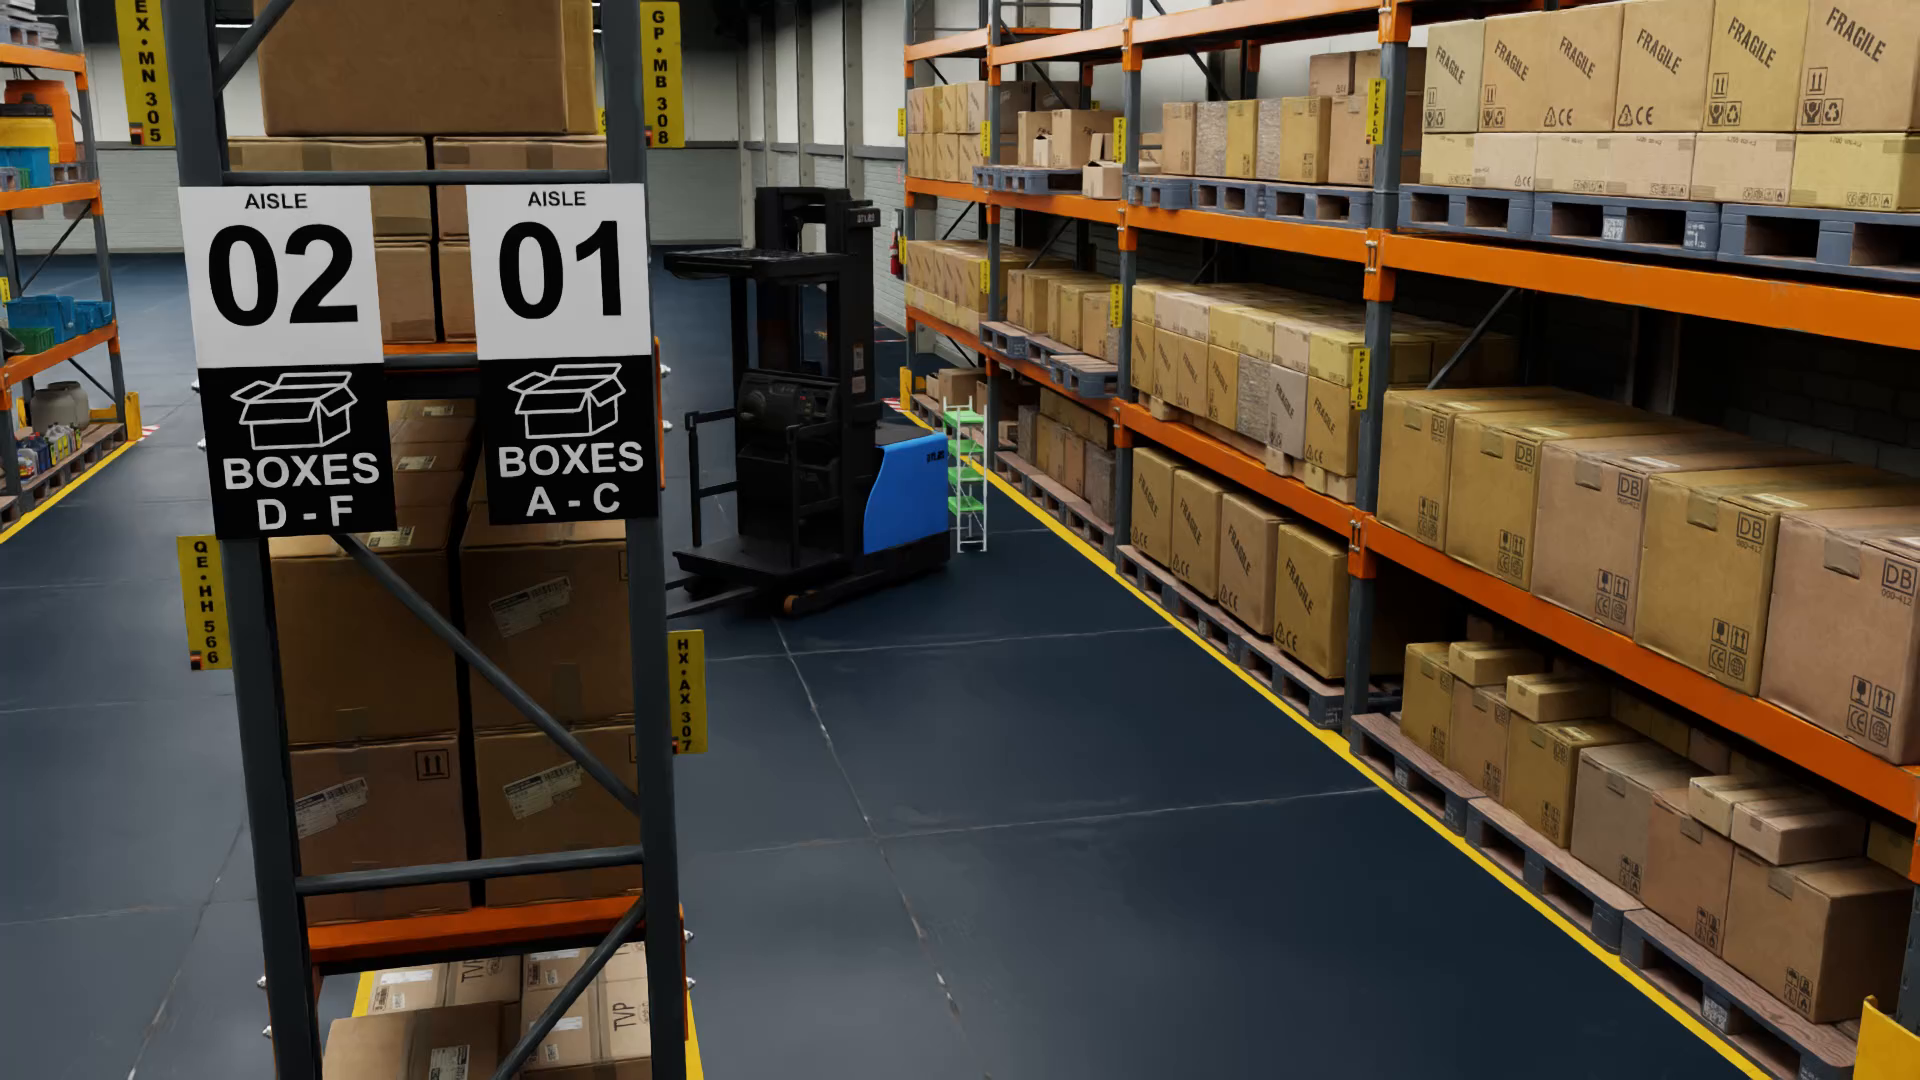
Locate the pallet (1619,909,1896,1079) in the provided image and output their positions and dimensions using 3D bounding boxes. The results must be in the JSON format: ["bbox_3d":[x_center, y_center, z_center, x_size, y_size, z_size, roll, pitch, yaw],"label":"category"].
[{"bbox_3d":[3.330,1.735,6.382,1.003,0.211,1.213,-3,14,-13],"label":"pallet"}]

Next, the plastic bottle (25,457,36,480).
[{"bbox_3d":[-8.551,-0.655,15.258,0.097,0.201,0.097,0,14,0],"label":"plastic bottle"}]

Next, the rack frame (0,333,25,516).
[{"bbox_3d":[-8.854,-1.656,14.385,1.000,3.000,0.127,-3,14,-13],"label":"rack frame"}]

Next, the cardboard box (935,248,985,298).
[{"bbox_3d":[0.010,-2.953,18.387,0.500,0.500,0.500,-3,14,-11],"label":"cardboard box"}]

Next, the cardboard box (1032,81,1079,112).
[{"bbox_3d":[0.938,-4.338,16.684,0.500,0.500,0.500,-3,14,-12],"label":"cardboard box"}]

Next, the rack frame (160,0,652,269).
[{"bbox_3d":[-1.220,-2.077,3.469,1.000,3.000,0.127,-3,14,-13],"label":"rack frame"}]

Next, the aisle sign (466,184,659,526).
[{"bbox_3d":[-0.919,-0.426,3.875,0.394,0.787,0.004,-3,14,-13],"label":"aisle sign"}]

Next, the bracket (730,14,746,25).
[{"bbox_3d":[-5.847,-13.891,44.242,0.076,0.066,4.783,-3,14,-13],"label":"bracket"}]

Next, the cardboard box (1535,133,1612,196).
[{"bbox_3d":[2.794,-1.589,7.012,0.500,0.250,0.500,-4,14,-15],"label":"cardboard box"}]

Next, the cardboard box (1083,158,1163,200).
[{"bbox_3d":[1.283,-2.860,13.139,0.500,0.311,0.500,-3,14,-13],"label":"cardboard box"}]

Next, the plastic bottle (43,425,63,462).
[{"bbox_3d":[-8.785,-0.934,16.084,0.144,0.351,0.185,-3,14,-14],"label":"plastic bottle"}]

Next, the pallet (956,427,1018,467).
[{"bbox_3d":[0.583,-1.007,17.602,1.003,0.211,1.213,-3,14,-13],"label":"pallet"}]

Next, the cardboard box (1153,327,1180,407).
[{"bbox_3d":[1.694,-1.241,11.805,0.500,0.500,0.500,-3,14,-11],"label":"cardboard box"}]

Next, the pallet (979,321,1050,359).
[{"bbox_3d":[0.814,-1.931,15.913,1.003,0.211,1.213,-3,14,-13],"label":"pallet"}]

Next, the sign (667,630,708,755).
[{"bbox_3d":[-0.693,0.386,4.202,0.100,0.325,0.005,-3,14,-13],"label":"sign"}]

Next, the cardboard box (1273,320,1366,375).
[{"bbox_3d":[2.185,-1.142,9.820,0.500,0.250,0.500,-3,14,-12],"label":"cardboard box"}]

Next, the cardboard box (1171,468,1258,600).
[{"bbox_3d":[1.960,-0.066,11.521,0.750,0.750,0.750,-3,14,-13],"label":"cardboard box"}]

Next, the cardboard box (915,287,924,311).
[{"bbox_3d":[-0.222,-2.819,19.418,0.500,0.250,0.500,-4,14,-15],"label":"cardboard box"}]

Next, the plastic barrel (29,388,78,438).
[{"bbox_3d":[-9.447,-1.311,17.330,0.421,0.512,0.421,0,14,0],"label":"plastic barrel"}]

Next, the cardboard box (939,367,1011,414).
[{"bbox_3d":[0.169,-1.662,18.751,0.700,0.500,0.500,-4,14,-17],"label":"cardboard box"}]

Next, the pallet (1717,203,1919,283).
[{"bbox_3d":[3.409,-1.025,5.667,1.003,0.211,1.213,-3,14,-13],"label":"pallet"}]

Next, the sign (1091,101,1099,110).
[{"bbox_3d":[1.314,-4.140,16.311,0.100,0.325,0.005,-3,14,-13],"label":"sign"}]

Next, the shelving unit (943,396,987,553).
[{"bbox_3d":[0.039,-0.545,13.628,0.258,1.200,0.503,-3,14,-13],"label":"shelving unit"}]

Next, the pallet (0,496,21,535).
[{"bbox_3d":[-8.632,-0.122,13.983,1.003,0.211,1.213,-3,14,-13],"label":"pallet"}]

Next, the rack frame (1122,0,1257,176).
[{"bbox_3d":[1.715,-4.200,12.156,1.000,3.000,0.127,-3,14,-13],"label":"rack frame"}]

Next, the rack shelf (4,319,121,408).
[{"bbox_3d":[-9.324,-1.768,16.359,1.077,0.370,4.000,-3,14,-13],"label":"rack shelf"}]

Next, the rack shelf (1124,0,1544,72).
[{"bbox_3d":[2.185,-3.195,10.401,1.077,0.370,4.000,-3,14,-13],"label":"rack shelf"}]

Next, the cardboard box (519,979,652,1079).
[{"bbox_3d":[-1.190,1.702,5.505,0.500,0.250,0.500,-3,14,-13],"label":"cardboard box"}]

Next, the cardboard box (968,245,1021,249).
[{"bbox_3d":[0.388,-3.100,18.988,0.500,0.500,0.500,-4,14,-15],"label":"cardboard box"}]

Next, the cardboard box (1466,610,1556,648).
[{"bbox_3d":[2.889,0.466,8.714,0.380,0.149,0.250,-3,14,-14],"label":"cardboard box"}]

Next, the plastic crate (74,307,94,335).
[{"bbox_3d":[-9.238,-2.258,17.161,0.499,0.251,0.408,-3,14,-13],"label":"plastic crate"}]

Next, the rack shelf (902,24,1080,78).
[{"bbox_3d":[0.306,-5.233,17.908,1.077,0.370,4.000,-3,14,-13],"label":"rack shelf"}]

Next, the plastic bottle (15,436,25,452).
[{"bbox_3d":[-8.781,-0.784,15.471,0.144,0.351,0.185,-3,14,-13],"label":"plastic bottle"}]

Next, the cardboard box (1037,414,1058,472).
[{"bbox_3d":[1.135,-0.922,15.722,0.700,0.500,0.500,-4,14,-14],"label":"cardboard box"}]

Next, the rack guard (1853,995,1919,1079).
[{"bbox_3d":[3.599,1.780,5.588,1.175,0.500,0.348,-3,14,-13],"label":"rack guard"}]

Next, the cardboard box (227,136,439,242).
[{"bbox_3d":[-1.589,-0.894,4.210,0.500,0.250,0.500,-3,14,-13],"label":"cardboard box"}]

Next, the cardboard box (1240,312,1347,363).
[{"bbox_3d":[2.065,-1.259,10.302,0.500,0.250,0.500,-3,14,-12],"label":"cardboard box"}]

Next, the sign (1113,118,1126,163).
[{"bbox_3d":[1.187,-2.964,12.329,0.100,0.325,0.005,-3,14,-13],"label":"sign"}]

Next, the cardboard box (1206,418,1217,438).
[{"bbox_3d":[1.896,-0.789,11.324,0.380,0.149,0.250,-3,14,-12],"label":"cardboard box"}]

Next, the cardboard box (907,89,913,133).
[{"bbox_3d":[-0.309,-5.030,19.514,0.500,0.500,0.500,-4,14,-17],"label":"cardboard box"}]

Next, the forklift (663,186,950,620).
[{"bbox_3d":[-1.379,-1.004,11.862,1.130,2.935,3.031,10,17,37],"label":"forklift"}]

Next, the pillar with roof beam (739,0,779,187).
[{"bbox_3d":[-8.980,-11.229,40.927,9.100,9.000,0.548,-3,14,-13],"label":"pillar with roof beam"}]

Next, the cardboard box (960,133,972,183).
[{"bbox_3d":[0.310,-3.944,17.176,0.500,0.500,0.500,-5,14,-18],"label":"cardboard box"}]

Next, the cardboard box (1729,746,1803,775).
[{"bbox_3d":[3.378,0.942,6.764,0.380,0.149,0.250,-3,14,-13],"label":"cardboard box"}]

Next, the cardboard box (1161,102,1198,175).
[{"bbox_3d":[1.883,-2.898,12.012,0.700,0.500,0.500,-4,14,-18],"label":"cardboard box"}]

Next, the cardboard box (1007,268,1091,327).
[{"bbox_3d":[0.862,-2.351,16.093,0.700,0.500,0.500,-3,14,-13],"label":"cardboard box"}]

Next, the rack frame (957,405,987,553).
[{"bbox_3d":[0.096,-0.488,13.398,0.240,1.200,0.015,-3,14,-13],"label":"rack frame"}]

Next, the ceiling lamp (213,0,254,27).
[{"bbox_3d":[-17.253,-14.111,40.427,2.000,3.185,0.800,-3,14,-13],"label":"ceiling lamp"}]

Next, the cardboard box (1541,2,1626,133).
[{"bbox_3d":[2.797,-1.952,6.916,0.500,0.500,0.500,-3,14,-13],"label":"cardboard box"}]

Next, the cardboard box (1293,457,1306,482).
[{"bbox_3d":[2.201,-0.432,9.861,0.380,0.149,0.250,-3,14,-11],"label":"cardboard box"}]

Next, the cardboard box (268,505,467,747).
[{"bbox_3d":[-1.592,0.215,4.408,0.500,0.500,0.500,-3,14,-14],"label":"cardboard box"}]

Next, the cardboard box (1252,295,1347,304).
[{"bbox_3d":[2.309,-1.524,11.386,0.500,0.250,0.500,-4,14,-15],"label":"cardboard box"}]

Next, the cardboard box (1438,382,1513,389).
[{"bbox_3d":[2.791,-0.686,9.534,0.500,0.500,0.500,-4,14,-15],"label":"cardboard box"}]

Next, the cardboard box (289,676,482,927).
[{"bbox_3d":[-1.590,0.700,4.530,0.500,0.500,0.500,-3,14,-11],"label":"cardboard box"}]

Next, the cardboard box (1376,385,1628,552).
[{"bbox_3d":[2.766,-0.382,8.540,0.980,0.700,0.700,-3,14,-12],"label":"cardboard box"}]

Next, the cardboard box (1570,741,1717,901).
[{"bbox_3d":[3.096,1.183,7.147,0.700,0.500,0.500,-4,14,-15],"label":"cardboard box"}]
